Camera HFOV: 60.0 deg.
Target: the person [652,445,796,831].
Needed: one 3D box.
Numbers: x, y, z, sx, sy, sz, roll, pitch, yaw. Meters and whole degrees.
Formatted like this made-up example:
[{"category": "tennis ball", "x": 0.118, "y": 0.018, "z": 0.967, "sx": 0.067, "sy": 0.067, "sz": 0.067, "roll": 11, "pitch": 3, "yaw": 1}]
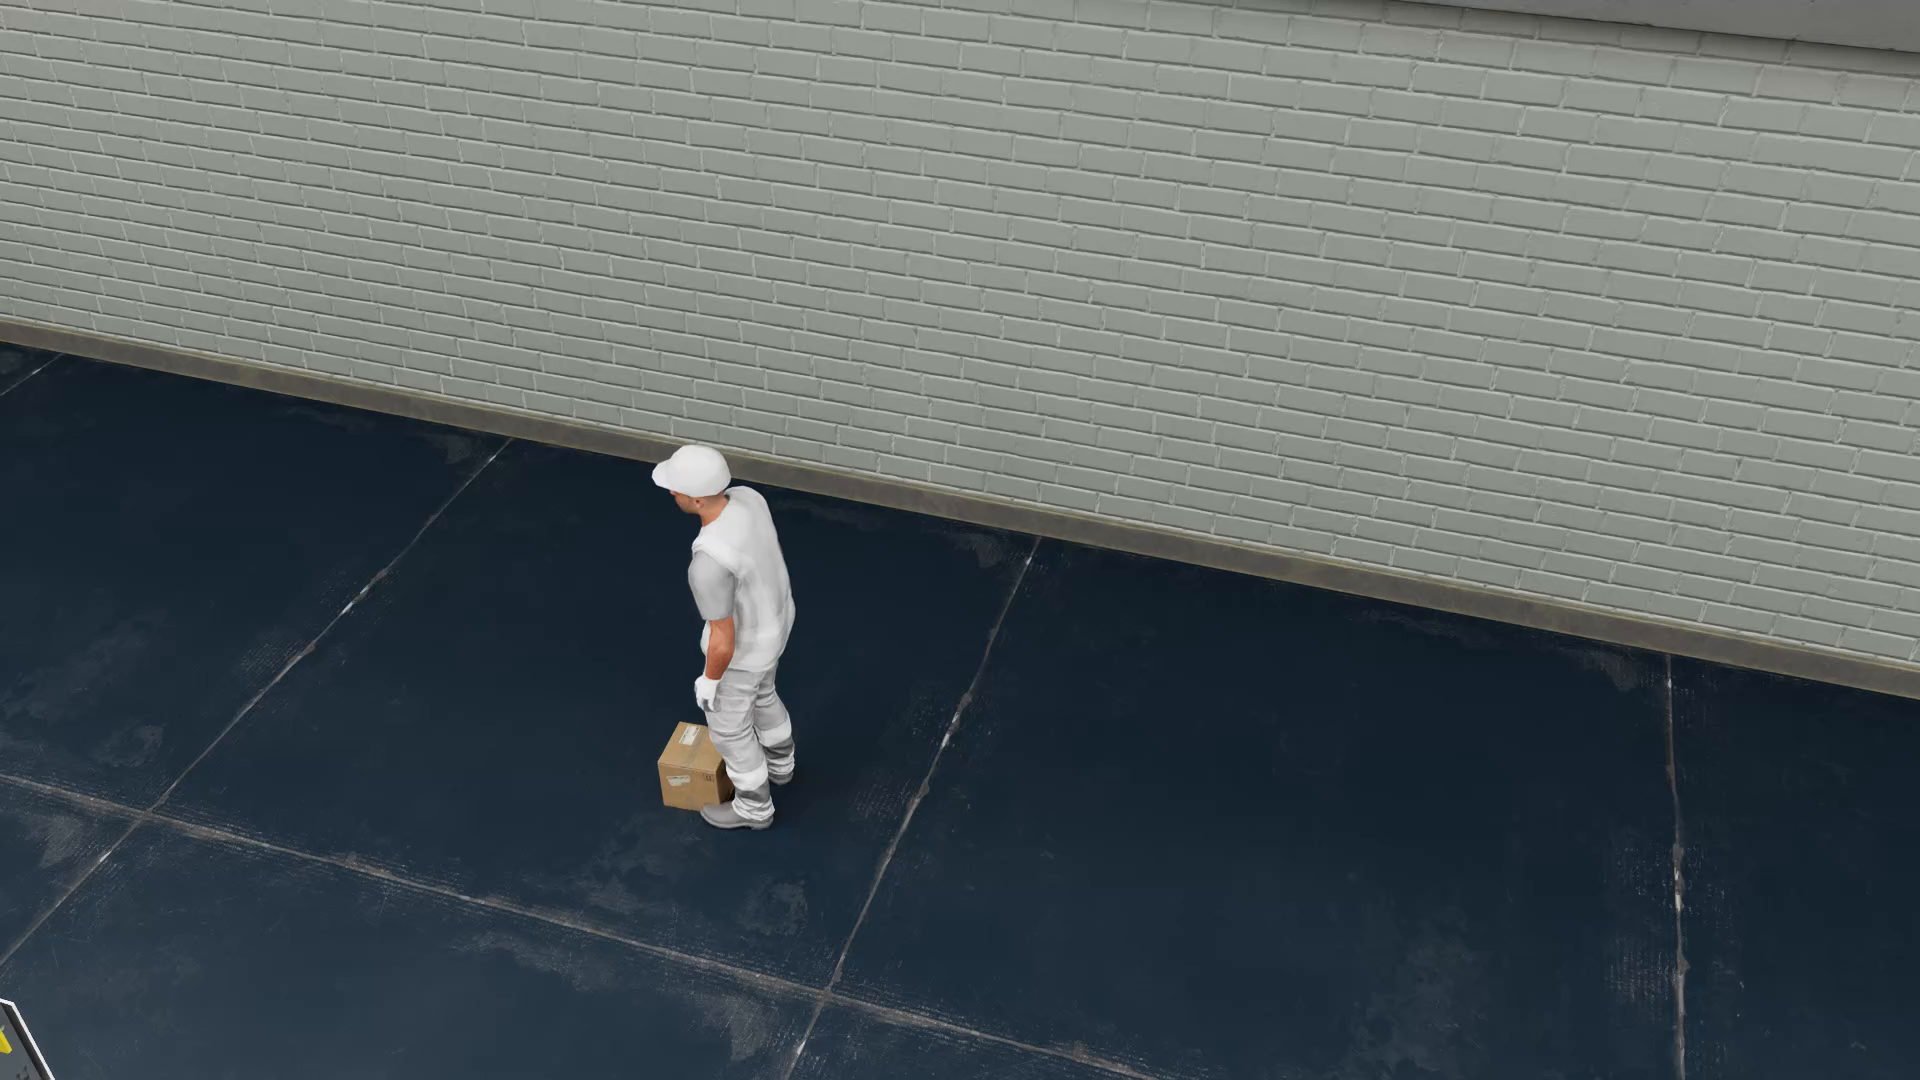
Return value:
[{"category": "person", "x": -0.865, "y": 0.383, "z": 6.367, "sx": 0.453, "sy": 1.778, "sz": 0.617, "roll": 8, "pitch": 38, "yaw": 11}]
